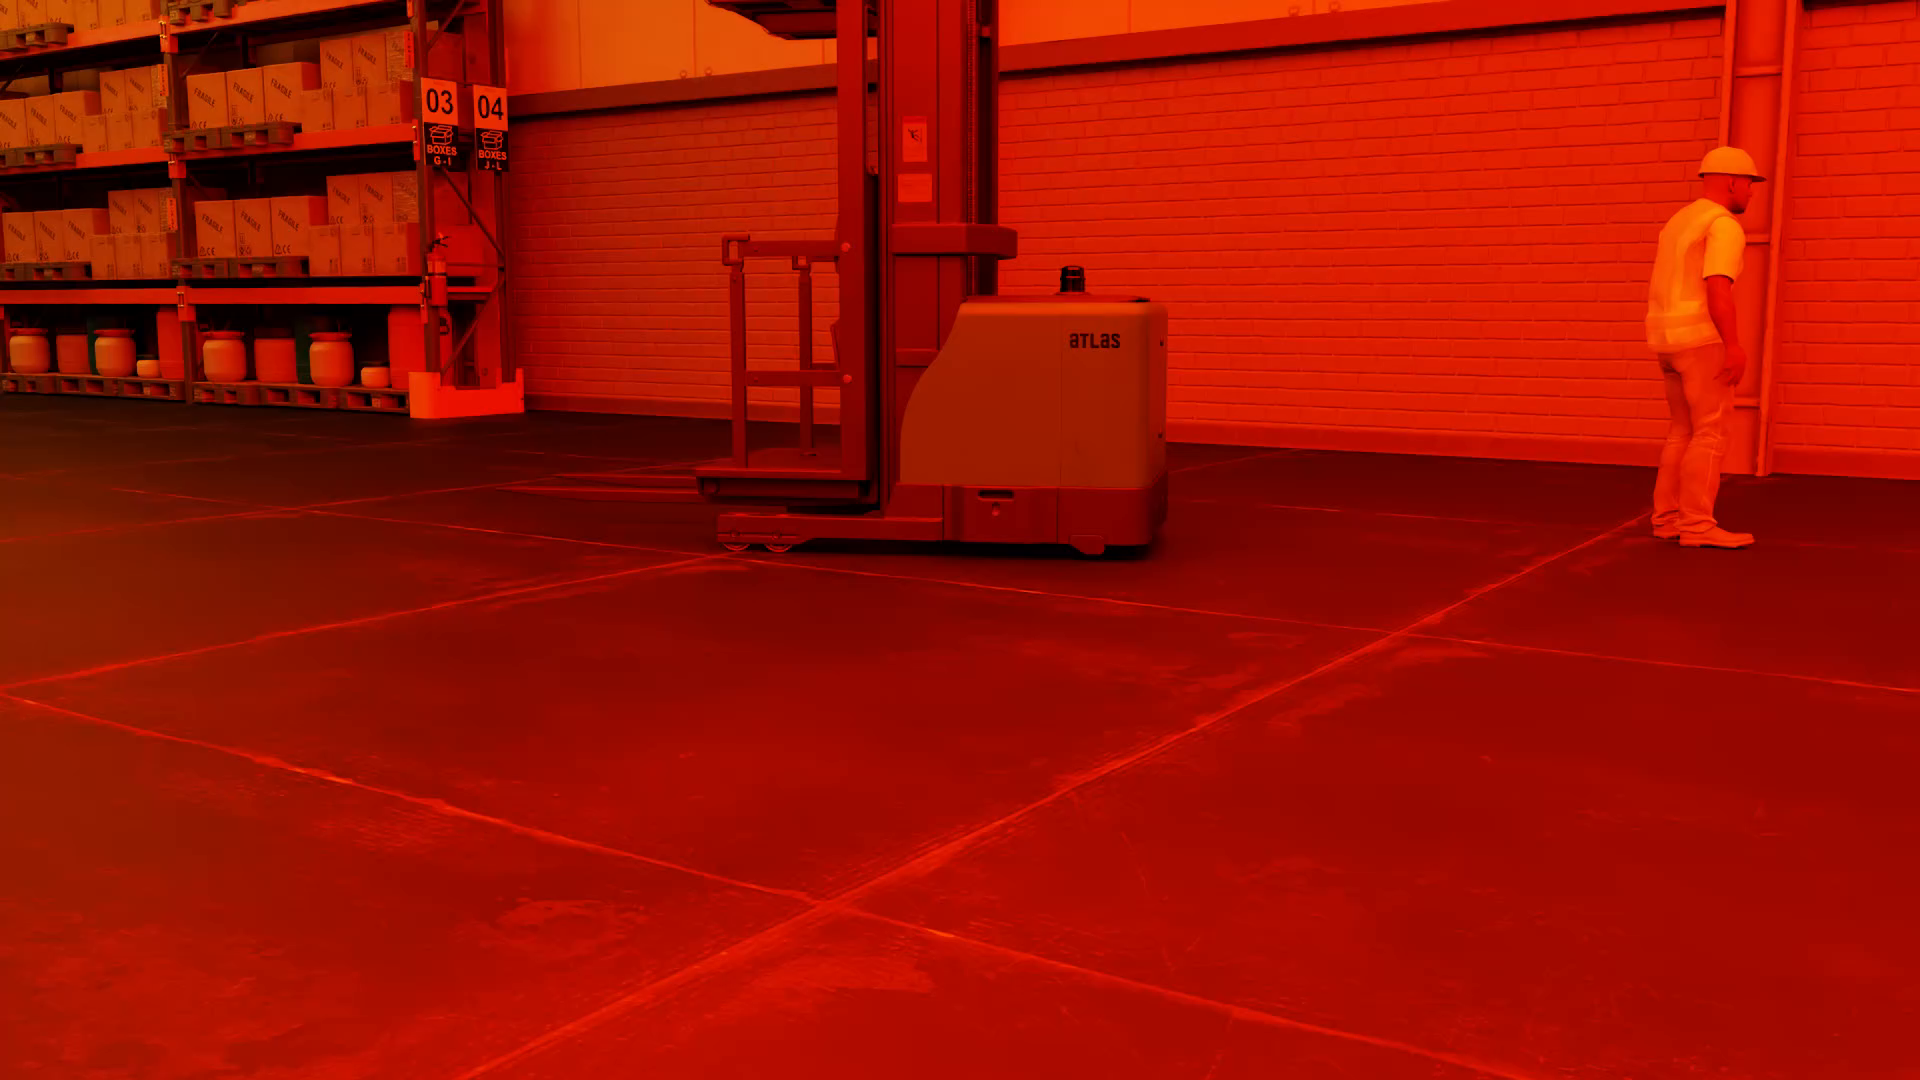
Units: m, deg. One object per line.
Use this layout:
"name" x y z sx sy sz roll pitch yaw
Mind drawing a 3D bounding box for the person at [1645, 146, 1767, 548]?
"person" 3.338 -0.867 7.459 0.460 1.761 0.627 0 8 2

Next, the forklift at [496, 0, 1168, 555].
"forklift" -0.596 -1.469 7.520 3.031 2.935 1.130 2 8 12
